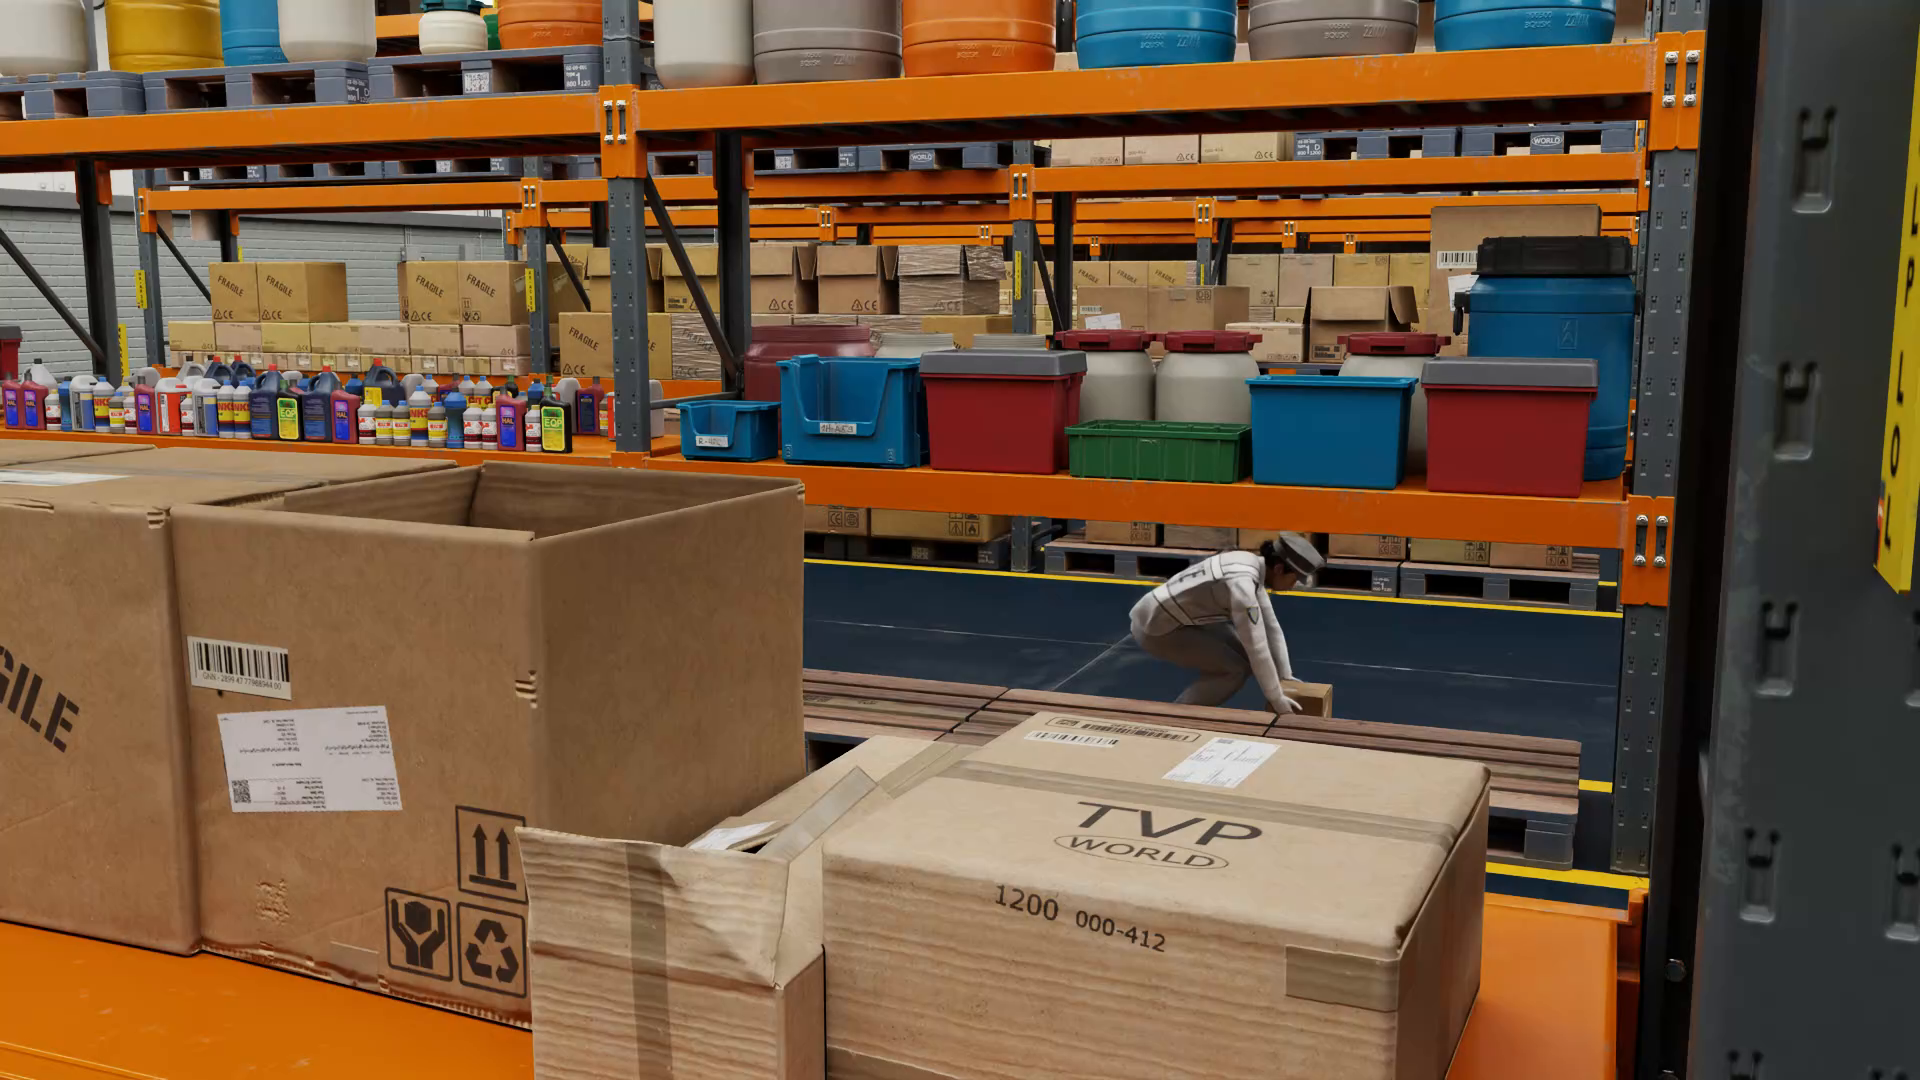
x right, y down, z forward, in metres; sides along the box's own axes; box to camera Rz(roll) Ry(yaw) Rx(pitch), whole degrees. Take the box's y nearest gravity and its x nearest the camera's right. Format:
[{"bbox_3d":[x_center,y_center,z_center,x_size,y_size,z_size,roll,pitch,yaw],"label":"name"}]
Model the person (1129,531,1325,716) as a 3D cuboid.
[{"bbox_3d":[1.199,0.414,7.492,0.848,0.964,0.494,3,9,21],"label":"person"}]
